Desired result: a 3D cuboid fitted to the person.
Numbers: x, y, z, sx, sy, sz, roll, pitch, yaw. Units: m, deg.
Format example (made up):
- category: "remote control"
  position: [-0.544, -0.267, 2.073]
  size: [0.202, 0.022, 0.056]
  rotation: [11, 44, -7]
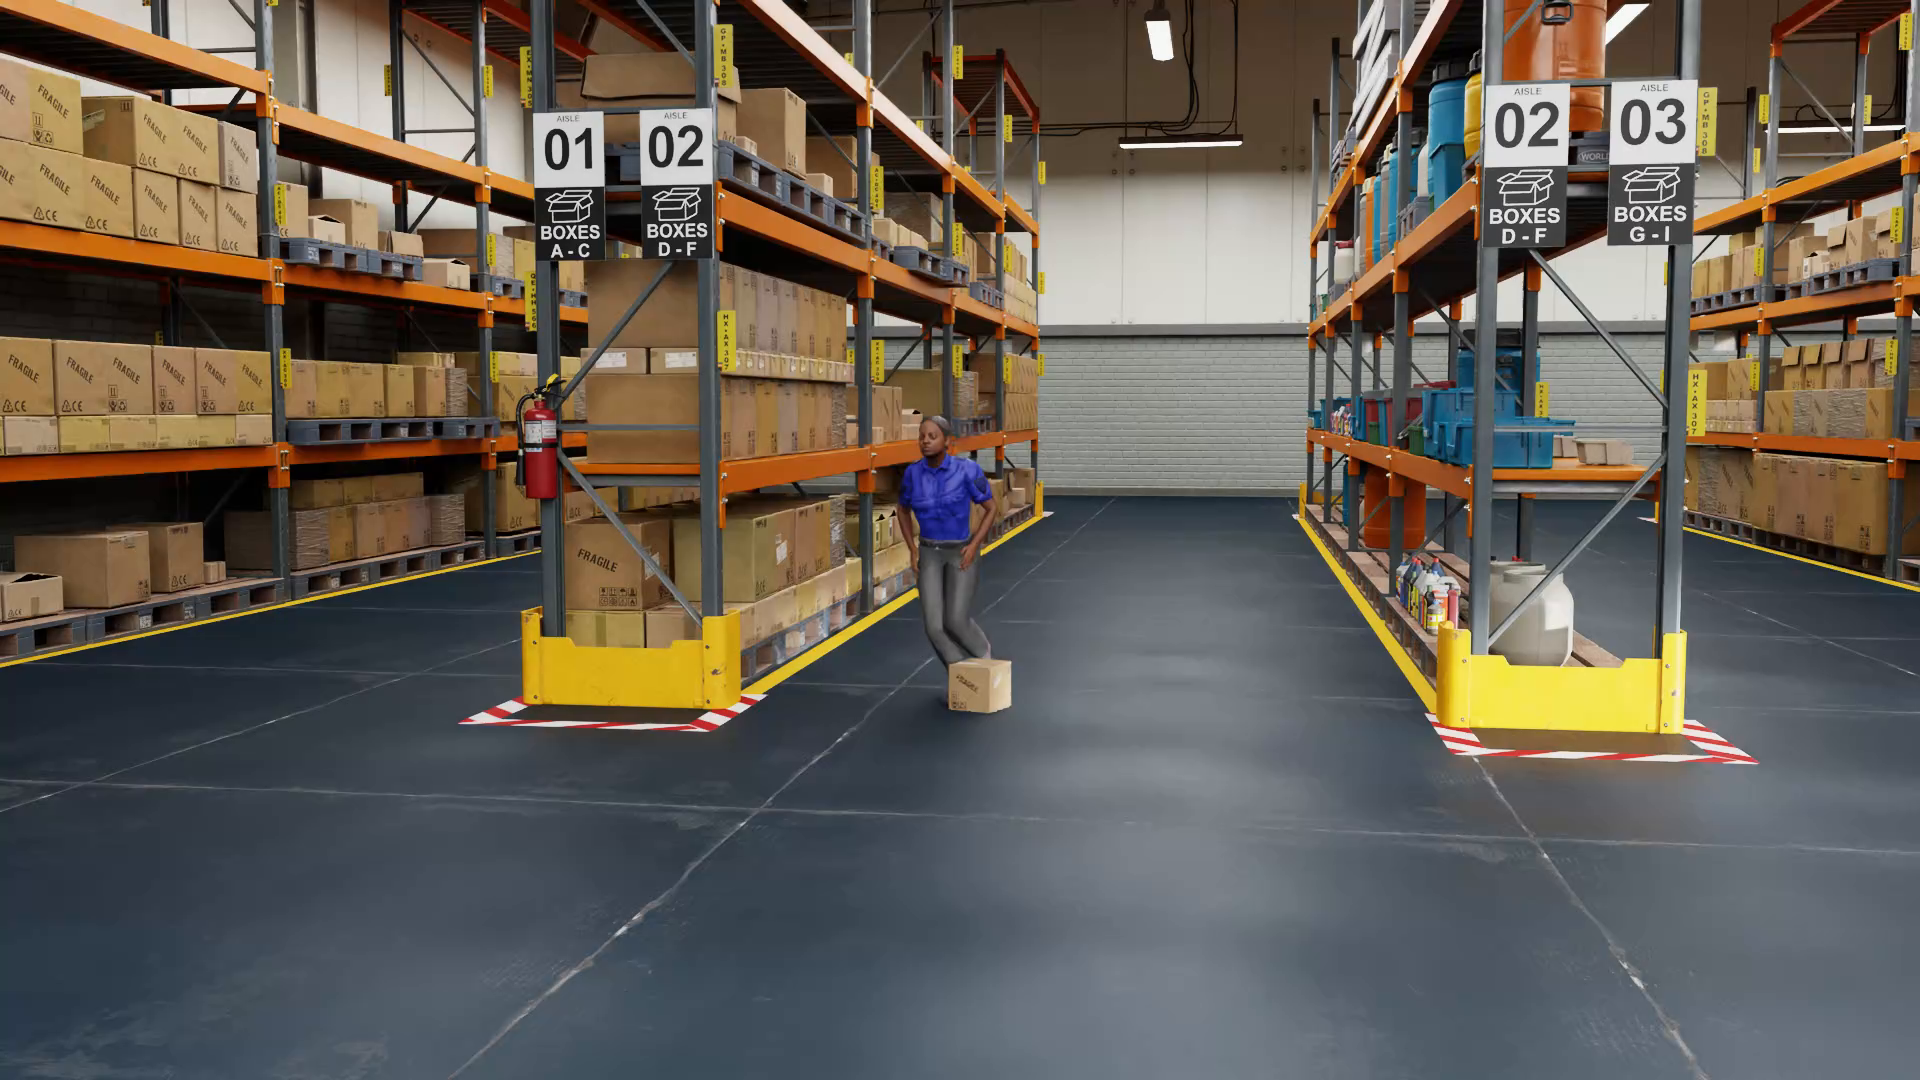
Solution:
- category: "person"
  position: [-0.072, 0.100, 9.150]
  size: [0.584, 1.565, 0.564]
  rotation: [2, 5, 18]
